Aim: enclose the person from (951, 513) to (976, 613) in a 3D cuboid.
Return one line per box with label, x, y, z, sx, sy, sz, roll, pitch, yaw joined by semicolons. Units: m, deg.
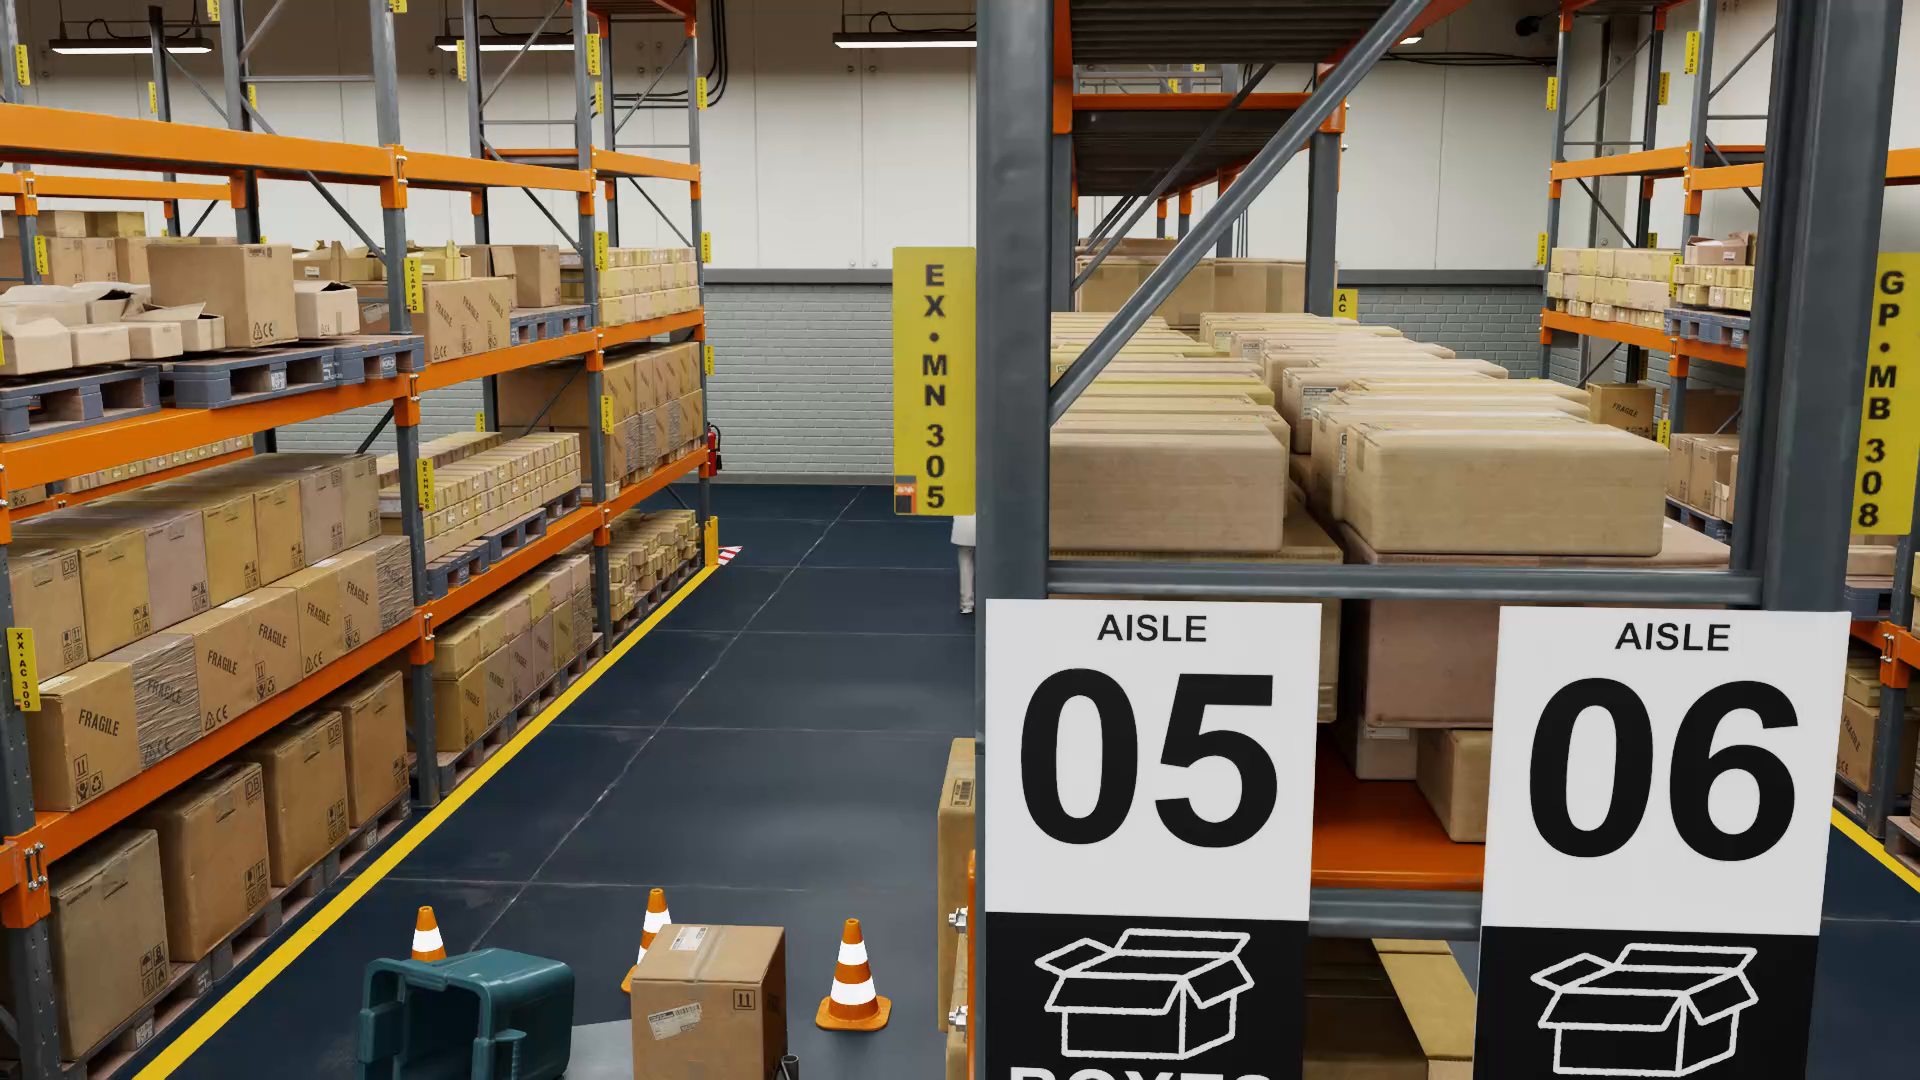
person;0.143;-0.198;16.016;0.542;1.779;0.550;-1;11;-6
